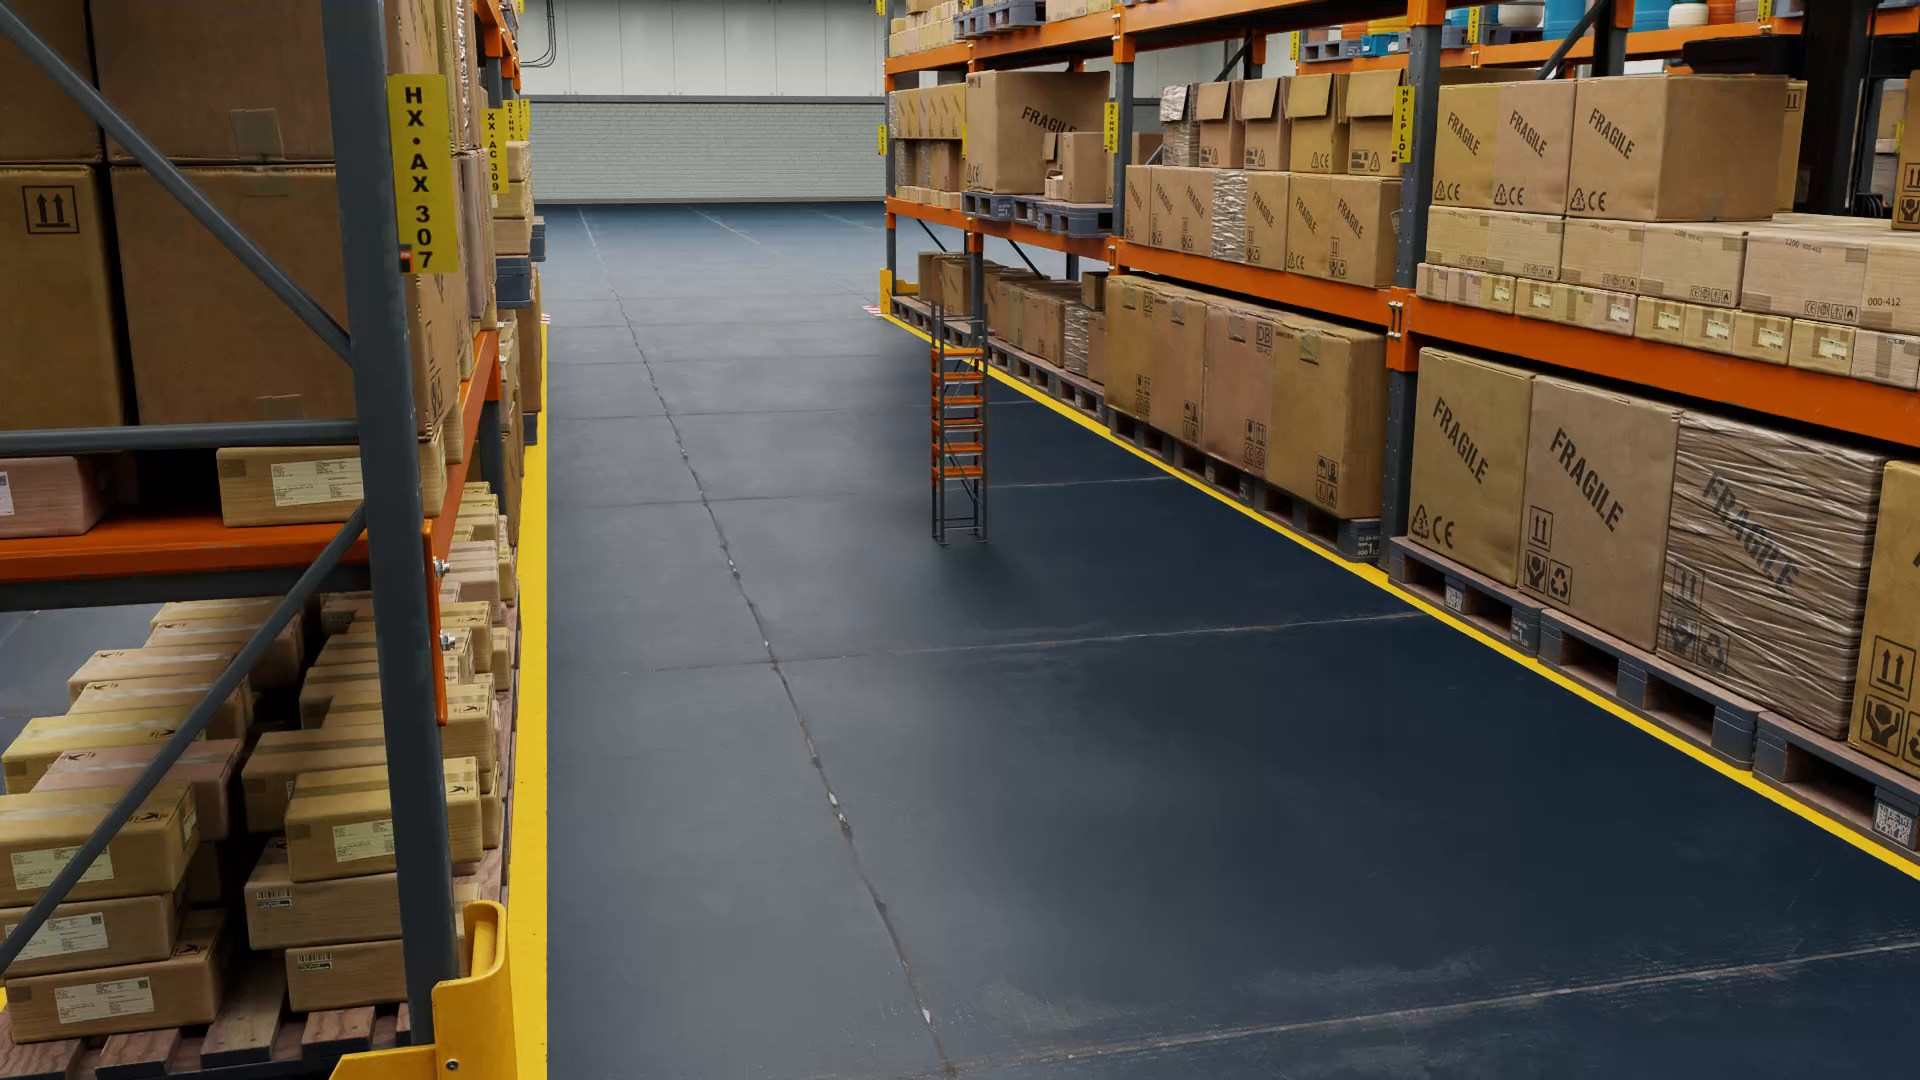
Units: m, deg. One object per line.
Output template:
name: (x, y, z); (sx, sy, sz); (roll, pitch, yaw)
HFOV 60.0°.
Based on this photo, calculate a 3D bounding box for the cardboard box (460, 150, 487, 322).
cardboard box: (-1.744, -0.945, 5.139); (0.500, 0.500, 0.500); (-3, 14, -13)

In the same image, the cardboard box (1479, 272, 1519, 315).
cardboard box: (2.347, -1.006, 6.753); (0.380, 0.149, 0.250); (-3, 14, -11)

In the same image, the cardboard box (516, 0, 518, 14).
cardboard box: (-4.801, -5.535, 17.036); (0.500, 0.250, 0.500); (-3, 14, -12)

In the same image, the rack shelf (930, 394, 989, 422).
rack shelf: (-0.003, -0.660, 8.280); (0.258, 0.103, 0.180); (-3, 14, -13)

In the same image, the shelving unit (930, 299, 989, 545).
shelving unit: (-0.003, -0.586, 8.298); (0.258, 1.200, 0.189); (-3, 14, -13)

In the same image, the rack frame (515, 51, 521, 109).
rack frame: (-5.187, -3.851, 17.870); (1.000, 3.000, 0.127); (-3, 14, -13)

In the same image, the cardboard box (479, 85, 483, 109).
cardboard box: (-3.404, -2.644, 10.611); (0.700, 0.500, 0.500); (-3, 14, -13)

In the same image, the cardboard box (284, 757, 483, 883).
cardboard box: (-1.222, 0.592, 3.552); (0.380, 0.149, 0.250); (-4, 14, -16)

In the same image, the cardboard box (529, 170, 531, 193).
cardboard box: (-2.563, -1.964, 9.162); (0.380, 0.149, 0.250); (-3, 14, -13)

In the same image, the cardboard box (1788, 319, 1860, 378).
cardboard box: (2.771, -0.590, 5.053); (0.380, 0.149, 0.250); (-4, 14, -14)

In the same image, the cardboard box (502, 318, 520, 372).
cardboard box: (-2.764, -1.100, 9.413); (0.500, 0.250, 0.500); (-3, 14, -12)

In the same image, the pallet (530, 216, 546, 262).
pallet: (-3.037, -1.754, 9.690); (1.213, 0.211, 1.003); (-3, 14, -13)

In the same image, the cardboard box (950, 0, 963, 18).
cardboard box: (0.123, -4.938, 15.474); (0.380, 0.149, 0.250); (-4, 14, -16)

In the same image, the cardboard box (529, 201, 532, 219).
cardboard box: (-2.449, -1.703, 8.722); (0.380, 0.149, 0.250); (-3, 14, -11)

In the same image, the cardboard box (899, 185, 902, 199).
cardboard box: (-0.467, -3.844, 18.372); (0.380, 0.149, 0.250); (-3, 14, -13)

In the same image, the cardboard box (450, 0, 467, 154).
cardboard box: (-1.625, -1.312, 4.532); (0.500, 0.500, 0.500); (-4, 14, -15)

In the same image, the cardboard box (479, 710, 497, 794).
cardboard box: (-1.411, 0.558, 4.317); (0.380, 0.149, 0.250); (-3, 14, -11)

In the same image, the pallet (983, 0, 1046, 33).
pallet: (0.885, -4.160, 13.209); (1.213, 0.211, 1.003); (-3, 14, -13)

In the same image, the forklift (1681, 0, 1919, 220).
forklift: (4.619, -1.684, 9.146); (1.130, 2.935, 3.031); (-3, 14, -12)

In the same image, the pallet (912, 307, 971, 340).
pallet: (0.115, -2.262, 17.240); (1.003, 0.211, 1.213); (-3, 14, -13)

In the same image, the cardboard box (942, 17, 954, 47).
cardboard box: (0.124, -4.777, 15.657); (0.500, 0.250, 0.500); (-3, 14, -12)

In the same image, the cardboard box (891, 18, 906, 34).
cardboard box: (-0.535, -5.541, 17.941); (0.380, 0.149, 0.250); (-3, 14, -12)

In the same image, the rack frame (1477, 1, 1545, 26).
rack frame: (5.412, -6.372, 15.547); (1.000, 3.000, 0.127); (-3, 14, -13)

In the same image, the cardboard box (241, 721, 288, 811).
cardboard box: (-1.918, 0.583, 4.215); (0.380, 0.149, 0.250); (-3, 14, -14)

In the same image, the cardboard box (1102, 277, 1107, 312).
cardboard box: (1.350, -1.775, 12.133); (0.500, 0.250, 0.500); (-3, 14, -11)

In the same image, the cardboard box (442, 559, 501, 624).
cardboard box: (-1.654, 0.174, 5.265); (0.380, 0.149, 0.250); (-4, 14, -15)

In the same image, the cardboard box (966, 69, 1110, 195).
cardboard box: (0.648, -3.486, 14.226); (1.000, 1.000, 1.000); (-3, 14, -13)

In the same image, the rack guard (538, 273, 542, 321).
rack guard: (-5.193, -2.642, 18.189); (1.175, 0.500, 0.348); (-3, 14, -13)

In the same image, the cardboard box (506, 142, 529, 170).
cardboard box: (-2.446, -1.991, 8.645); (0.380, 0.149, 0.250); (-3, 14, -10)

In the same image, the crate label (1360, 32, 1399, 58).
crate label: (4.591, -5.315, 17.855); (0.502, 0.251, 0.408); (-3, 14, -13)

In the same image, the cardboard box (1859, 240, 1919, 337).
cardboard box: (2.925, -0.699, 4.656); (0.500, 0.250, 0.500); (-4, 14, -14)

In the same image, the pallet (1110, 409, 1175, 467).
pallet: (1.649, -0.718, 10.921); (1.003, 0.211, 1.213); (-3, 14, -13)

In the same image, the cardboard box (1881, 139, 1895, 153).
cardboard box: (9.955, -4.147, 17.504); (0.380, 0.149, 0.250); (-3, 14, -13)

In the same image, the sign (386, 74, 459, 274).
sign: (-0.902, -0.611, 2.783); (0.100, 0.325, 0.005); (-3, 14, -13)

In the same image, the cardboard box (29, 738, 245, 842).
cardboard box: (-1.803, 0.563, 3.672); (0.380, 0.149, 0.250); (-3, 14, -12)

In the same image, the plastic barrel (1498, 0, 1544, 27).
plastic barrel: (5.502, -5.283, 16.291); (0.421, 0.512, 0.421); (0, 14, 0)

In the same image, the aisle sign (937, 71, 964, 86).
aisle sign: (-0.065, -5.398, 18.724); (0.394, 0.787, 0.004); (-3, 14, -13)

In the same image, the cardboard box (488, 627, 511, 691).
cardboard box: (-1.702, 0.408, 5.557); (0.380, 0.149, 0.250); (-3, 14, -13)

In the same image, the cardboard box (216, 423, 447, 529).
cardboard box: (-1.187, -0.131, 3.172); (0.380, 0.149, 0.250); (-3, 14, -14)

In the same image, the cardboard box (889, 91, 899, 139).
cardboard box: (-0.478, -4.641, 18.158); (0.500, 0.500, 0.500); (-3, 14, -13)

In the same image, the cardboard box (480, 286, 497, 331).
cardboard box: (-1.908, -0.854, 6.134); (0.380, 0.149, 0.250); (-4, 14, -15)

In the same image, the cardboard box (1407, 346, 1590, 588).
cardboard box: (2.553, -0.351, 7.136); (0.875, 0.875, 0.875); (-3, 14, -13)

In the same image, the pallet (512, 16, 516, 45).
pallet: (-4.713, -4.813, 15.672); (1.003, 0.211, 1.213); (-3, 14, -13)

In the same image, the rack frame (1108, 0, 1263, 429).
rack frame: (1.537, -2.259, 11.352); (1.000, 3.000, 0.127); (-3, 14, -13)

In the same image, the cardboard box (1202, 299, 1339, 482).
cardboard box: (2.096, -0.860, 9.220); (1.225, 0.875, 0.875); (-4, 14, -15)

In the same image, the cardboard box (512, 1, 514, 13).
cardboard box: (-4.181, -4.794, 14.843); (0.380, 0.149, 0.250); (-4, 14, -14)

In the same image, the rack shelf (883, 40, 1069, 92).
rack shelf: (0.128, -4.750, 16.747); (1.077, 0.370, 4.000); (-3, 14, -13)

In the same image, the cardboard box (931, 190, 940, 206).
cardboard box: (-0.077, -3.439, 16.714); (0.380, 0.149, 0.250); (-3, 14, -13)

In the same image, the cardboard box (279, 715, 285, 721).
cardboard box: (-2.129, 0.616, 4.708); (0.380, 0.149, 0.250); (-3, 14, -12)

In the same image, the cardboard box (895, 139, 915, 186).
cardboard box: (-0.240, -4.169, 18.333); (0.875, 0.500, 0.500); (-3, 14, -13)

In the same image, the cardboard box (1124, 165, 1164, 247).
cardboard box: (1.386, -2.180, 10.819); (0.500, 0.500, 0.500); (-3, 14, -12)

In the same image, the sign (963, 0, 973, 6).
sign: (0.072, -4.858, 14.580); (0.100, 0.325, 0.005); (-3, 14, -13)

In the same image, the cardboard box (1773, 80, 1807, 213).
cardboard box: (2.958, -1.565, 6.621); (0.500, 0.500, 0.500); (-3, 14, -13)

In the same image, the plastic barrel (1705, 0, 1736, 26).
plastic barrel: (6.216, -4.553, 13.517); (0.600, 0.830, 0.708); (-3, 14, -13)

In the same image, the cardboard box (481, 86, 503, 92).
cardboard box: (-4.301, -3.613, 14.303); (0.875, 0.550, 0.550); (-3, 14, -13)

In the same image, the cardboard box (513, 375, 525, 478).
cardboard box: (-2.641, -0.617, 9.014); (0.500, 0.500, 0.500); (-4, 14, -16)

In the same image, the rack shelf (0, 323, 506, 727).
rack shelf: (-1.899, -0.272, 4.735); (1.077, 0.370, 4.000); (-3, 14, -13)
